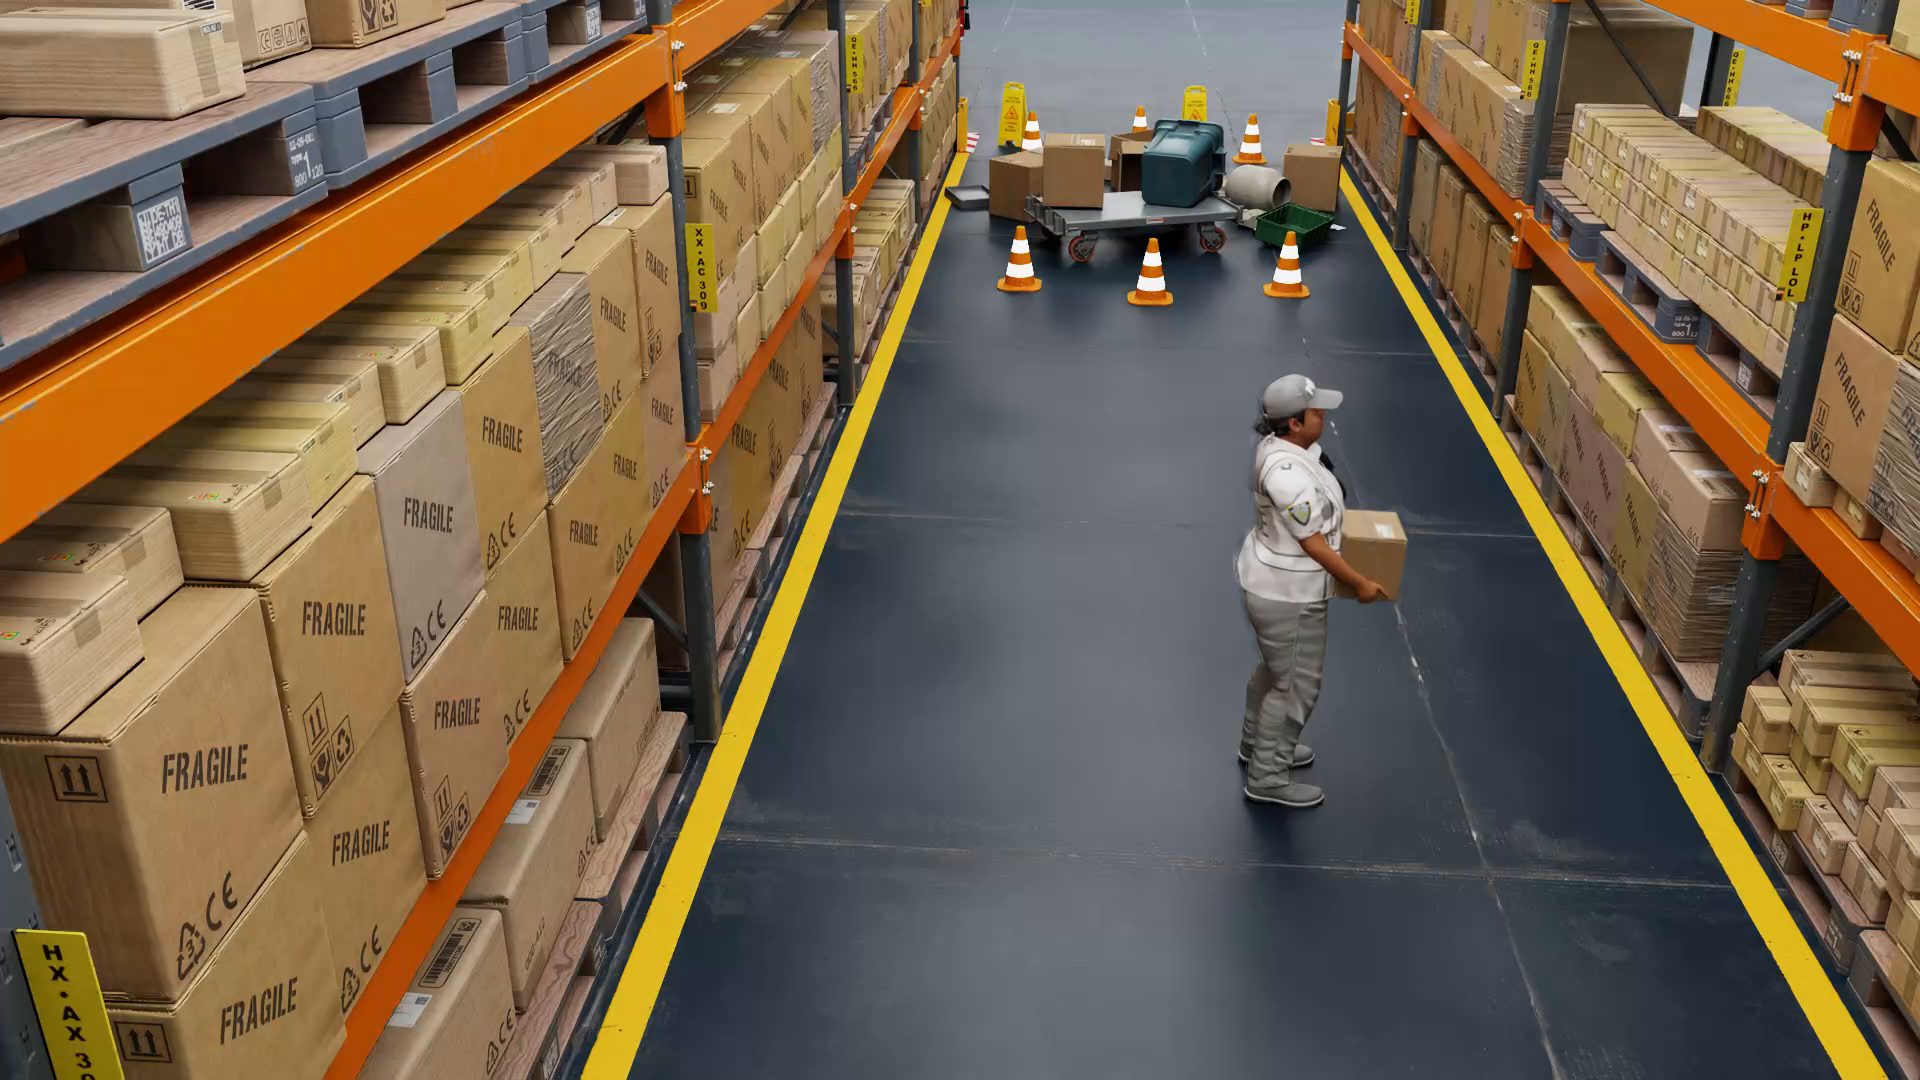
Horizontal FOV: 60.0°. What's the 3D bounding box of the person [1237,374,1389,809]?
[{"bbox_3d":[1.303,0.185,6.202,0.535,1.660,0.456,2,25,4],"label":"person"}]
